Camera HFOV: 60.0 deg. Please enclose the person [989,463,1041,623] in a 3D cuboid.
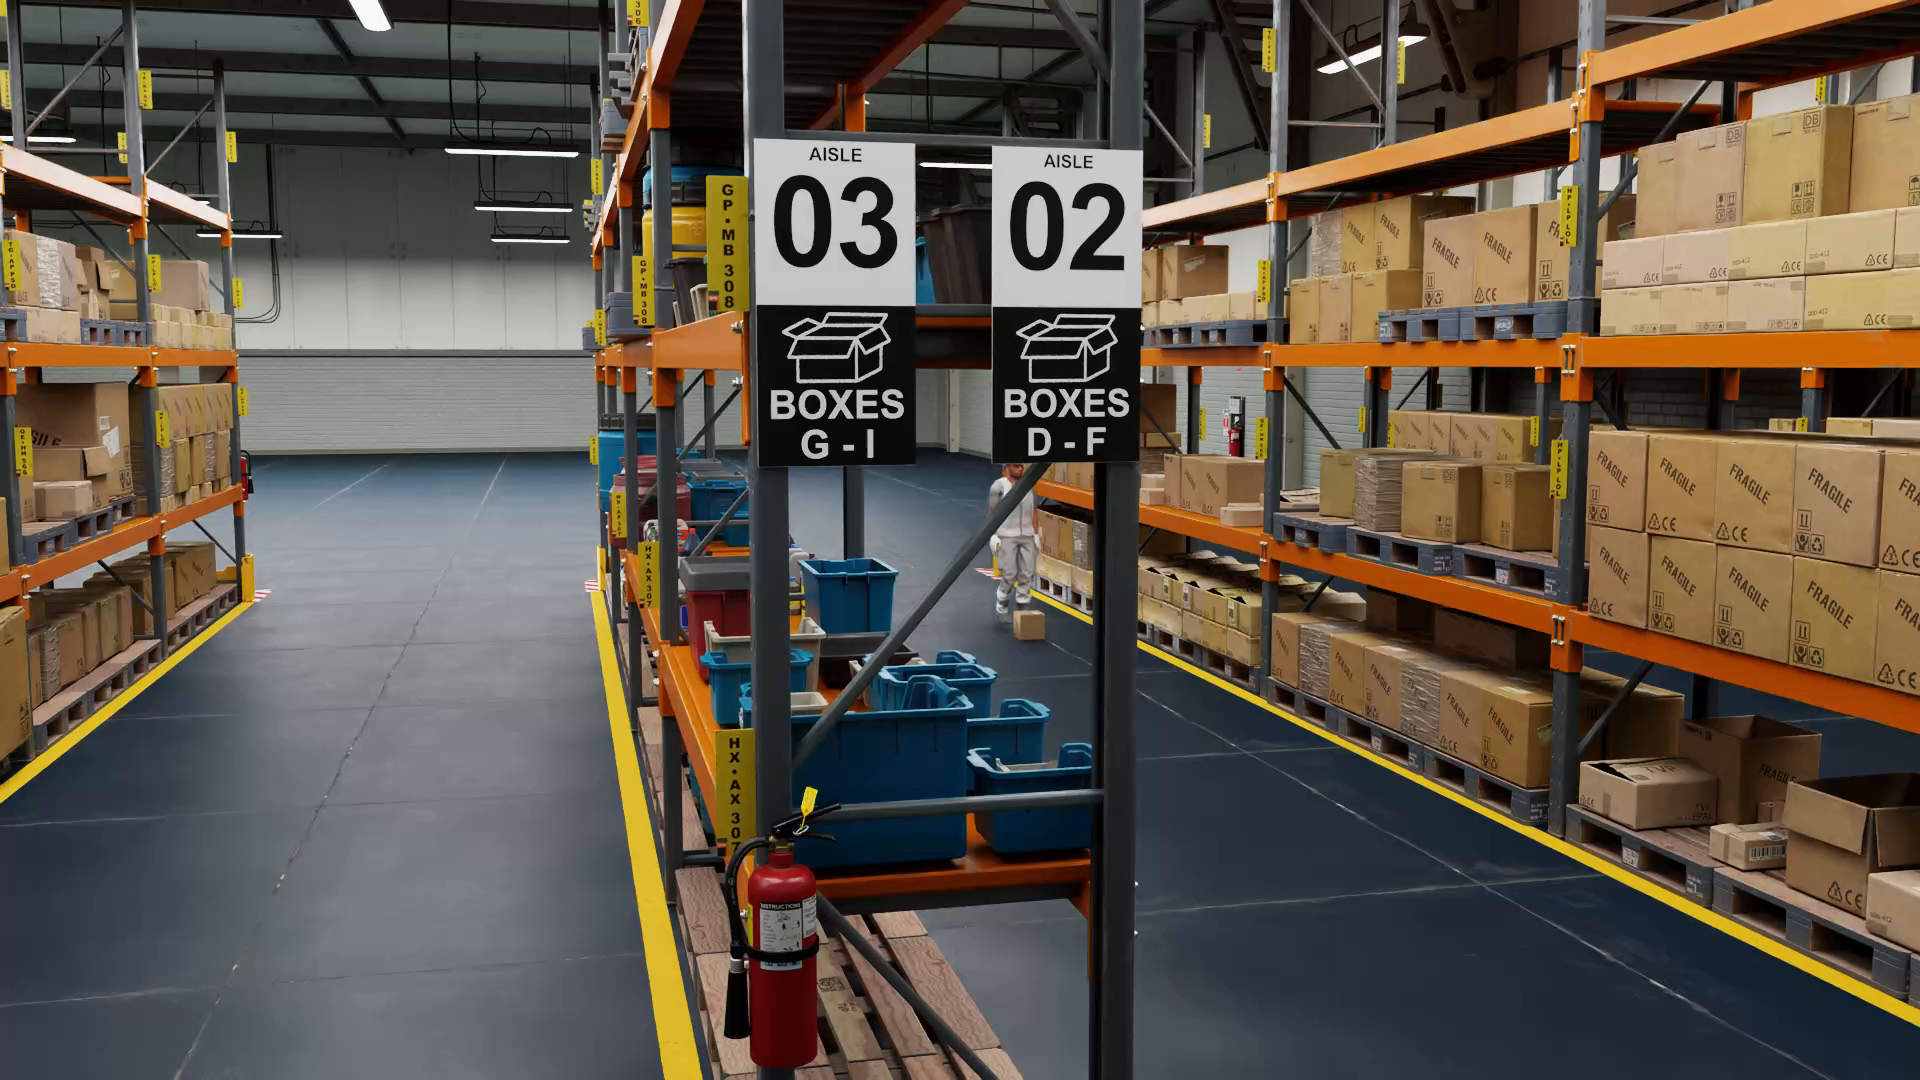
[{"bbox_3d":[0.547,0.001,16.613,0.579,1.793,0.443,-3,7,-25],"label":"person"}]
